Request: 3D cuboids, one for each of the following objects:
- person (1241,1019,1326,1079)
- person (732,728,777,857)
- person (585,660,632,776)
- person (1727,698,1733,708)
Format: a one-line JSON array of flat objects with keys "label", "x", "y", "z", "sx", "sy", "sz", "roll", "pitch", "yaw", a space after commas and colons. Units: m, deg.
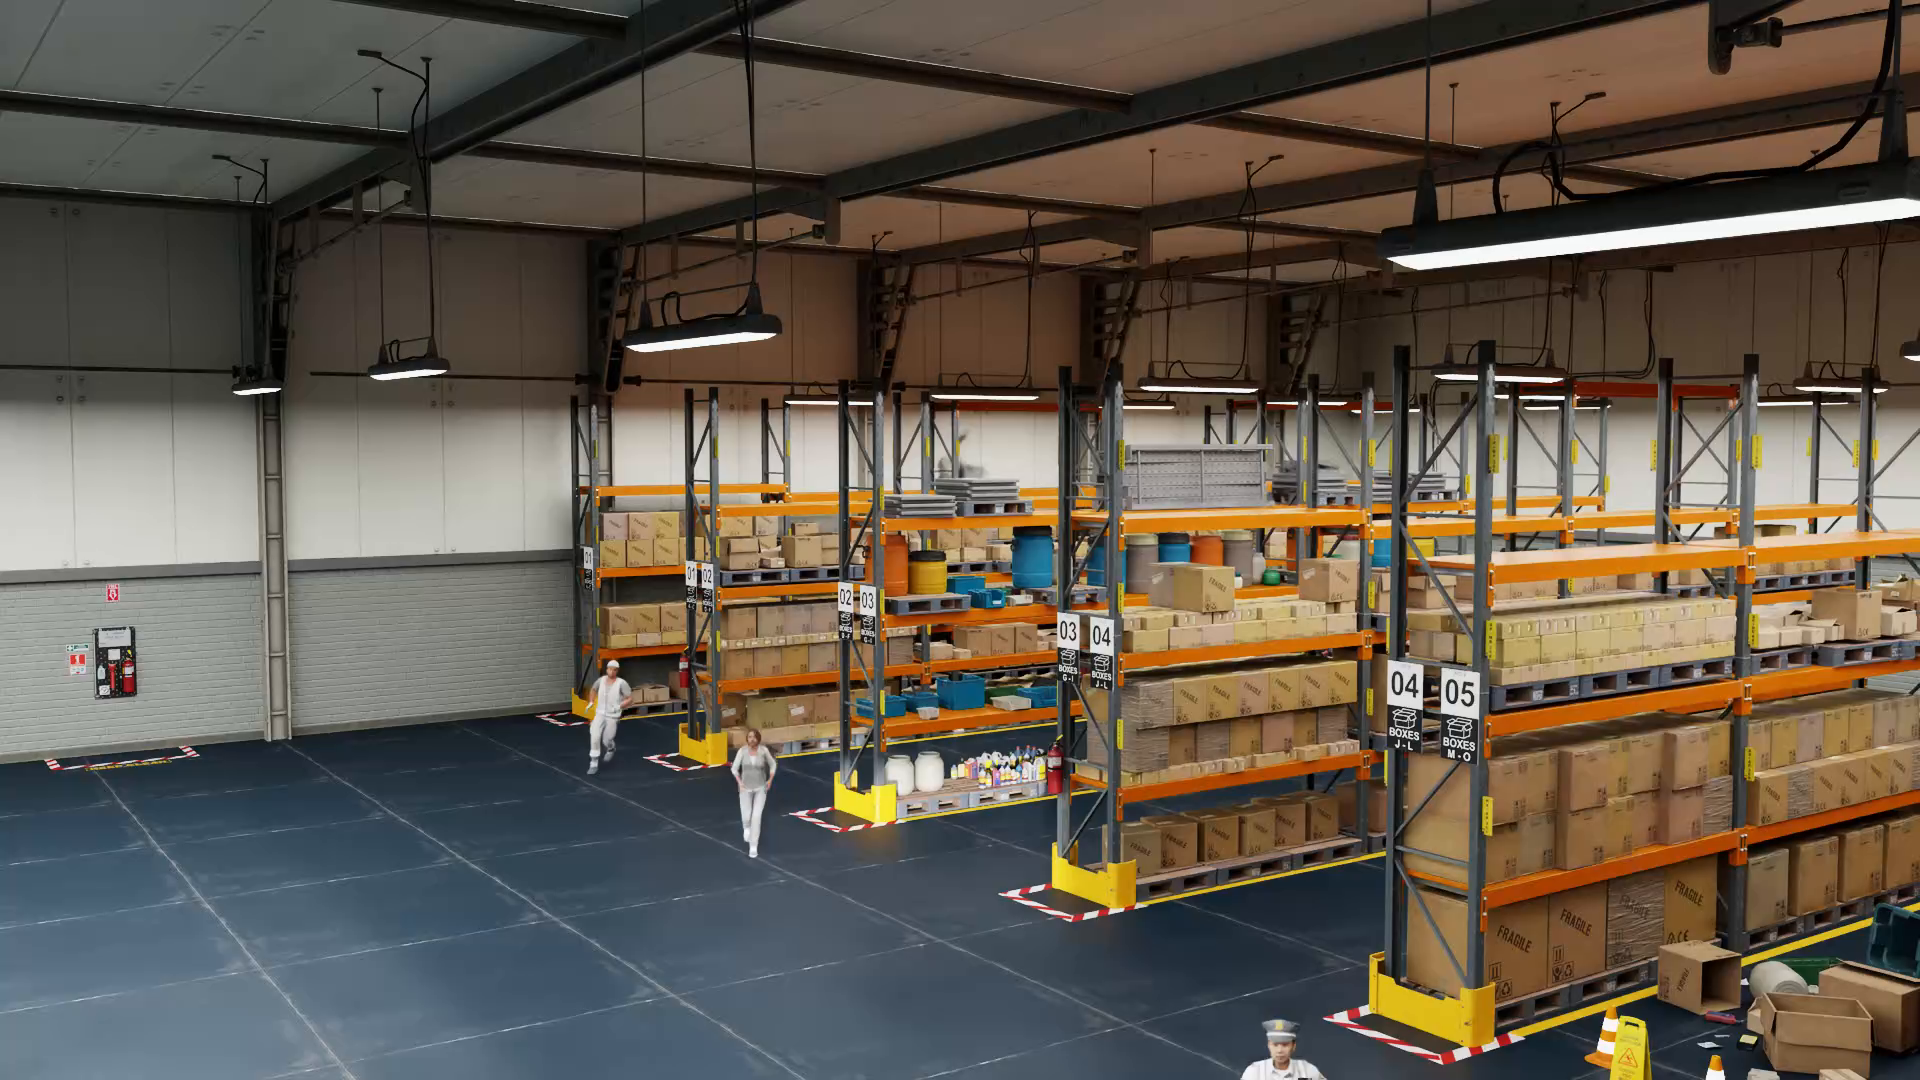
[{"label": "person", "x": 1.967, "y": 3.722, "z": 10.103, "sx": 0.630, "sy": 1.675, "sz": 0.913, "roll": 1, "pitch": 3, "yaw": 10}, {"label": "person", "x": -2.577, "y": 3.134, "z": 20.850, "sx": 0.565, "sy": 1.583, "sz": 0.622, "roll": 0, "pitch": 3, "yaw": -5}, {"label": "person", "x": -5.471, "y": 2.736, "z": 25.918, "sx": 0.718, "sy": 1.748, "sz": 0.869, "roll": 0, "pitch": 3, "yaw": 6}, {"label": "person", "x": 10.584, "y": 2.932, "z": 22.713, "sx": 0.954, "sy": 1.674, "sz": 0.564, "roll": -3, "pitch": 4, "yaw": -39}]
